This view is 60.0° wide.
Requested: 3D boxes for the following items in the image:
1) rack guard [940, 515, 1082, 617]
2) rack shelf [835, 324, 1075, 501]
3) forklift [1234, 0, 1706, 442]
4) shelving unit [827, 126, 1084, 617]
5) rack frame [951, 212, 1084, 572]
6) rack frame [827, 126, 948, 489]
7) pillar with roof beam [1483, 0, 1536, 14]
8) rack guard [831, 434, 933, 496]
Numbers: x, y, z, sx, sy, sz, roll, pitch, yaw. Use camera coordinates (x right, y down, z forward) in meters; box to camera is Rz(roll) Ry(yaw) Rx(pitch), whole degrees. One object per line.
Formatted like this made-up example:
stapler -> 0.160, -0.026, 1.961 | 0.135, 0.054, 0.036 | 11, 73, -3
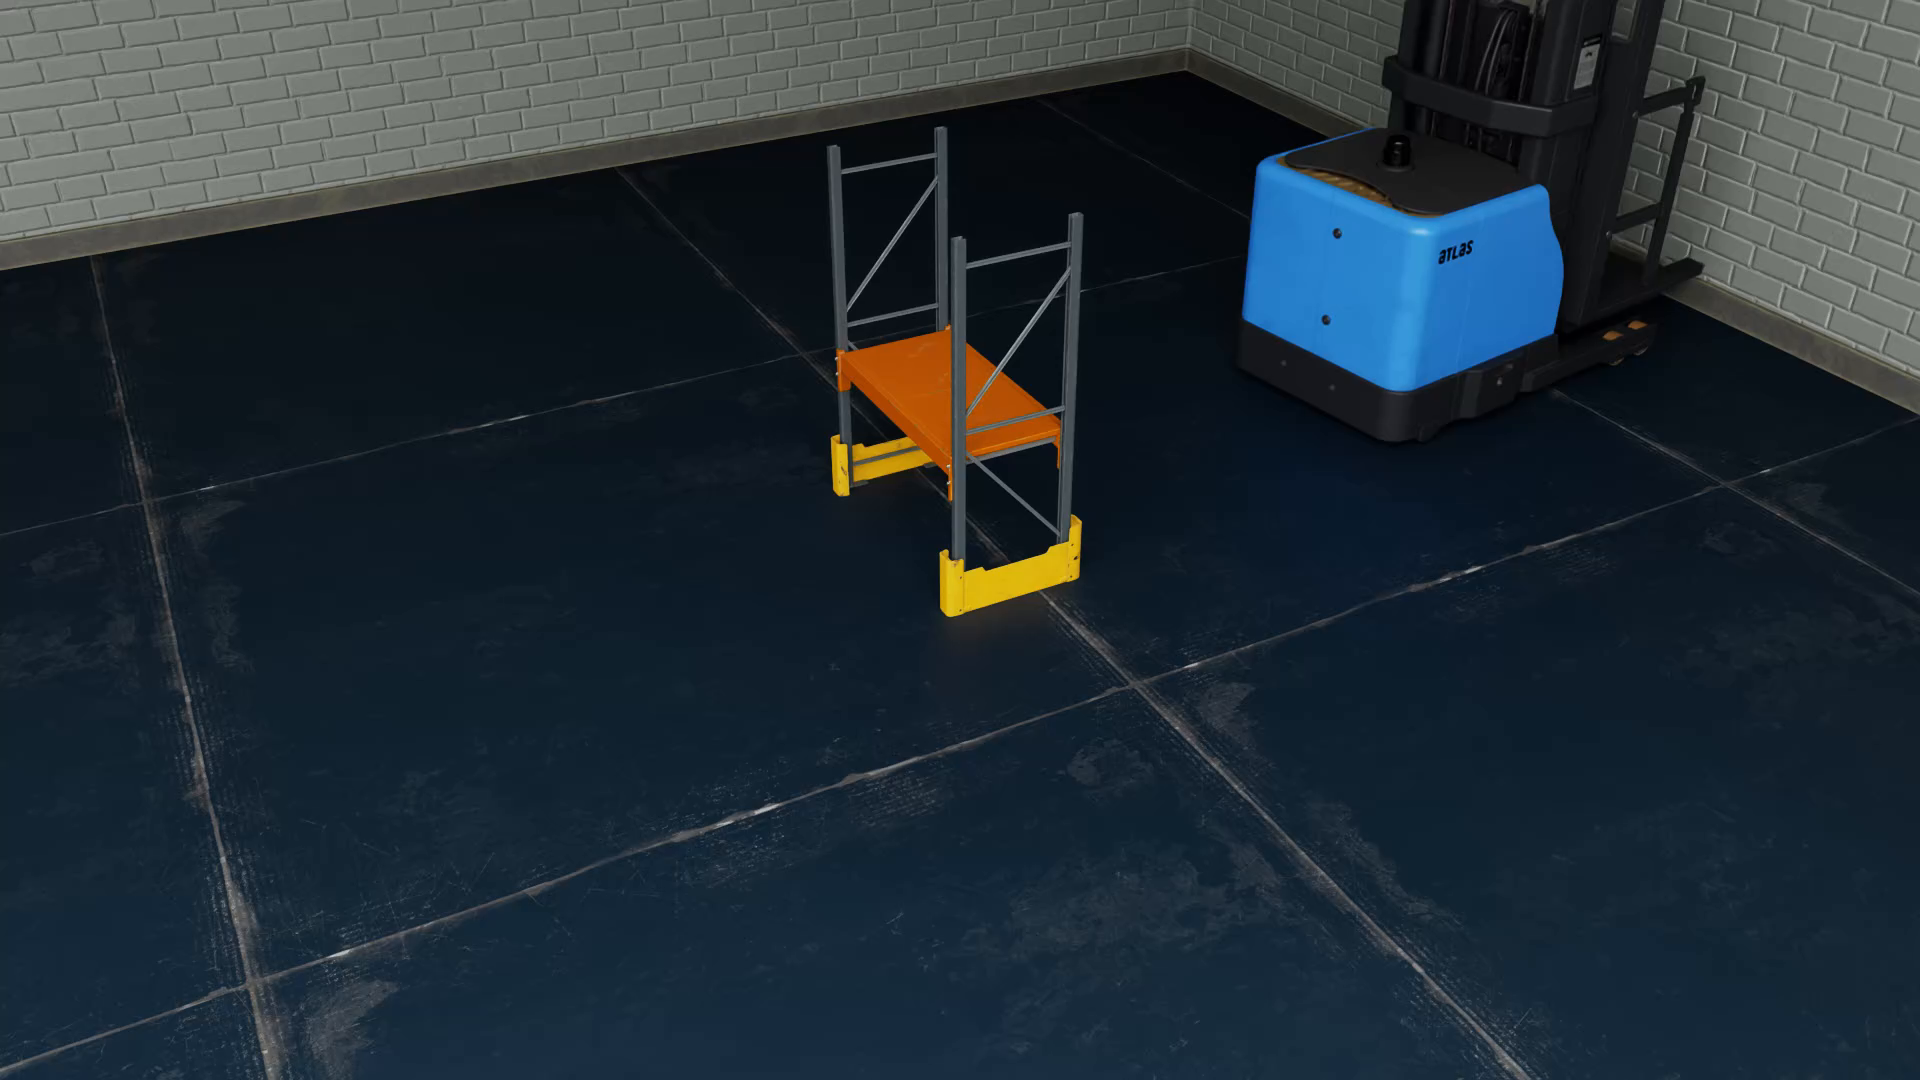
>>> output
rack guard -> 0.197, 0.096, 6.368 | 0.587, 0.250, 0.087 | -16, 36, -23
rack shelf -> -0.040, -0.521, 6.506 | 0.538, 0.185, 1.000 | -16, 36, -23
forklift -> 2.798, -2.289, 7.606 | 3.031, 2.935, 1.130 | -22, 38, -30
shelving unit -> -0.036, -0.668, 6.402 | 0.587, 1.500, 1.083 | -16, 36, -23
rack frame -> 0.197, -0.430, 6.030 | 0.500, 1.500, 0.032 | -16, 36, -23
rack frame -> -0.277, -0.915, 6.788 | 0.500, 1.500, 0.032 | -16, 36, -23
pillar with roof beam -> -0.884, -4.672, 5.700 | 9.100, 9.000, 0.400 | -16, 36, -23
rack guard -> -0.268, -0.379, 7.110 | 0.587, 0.250, 0.087 | -16, 36, -23
